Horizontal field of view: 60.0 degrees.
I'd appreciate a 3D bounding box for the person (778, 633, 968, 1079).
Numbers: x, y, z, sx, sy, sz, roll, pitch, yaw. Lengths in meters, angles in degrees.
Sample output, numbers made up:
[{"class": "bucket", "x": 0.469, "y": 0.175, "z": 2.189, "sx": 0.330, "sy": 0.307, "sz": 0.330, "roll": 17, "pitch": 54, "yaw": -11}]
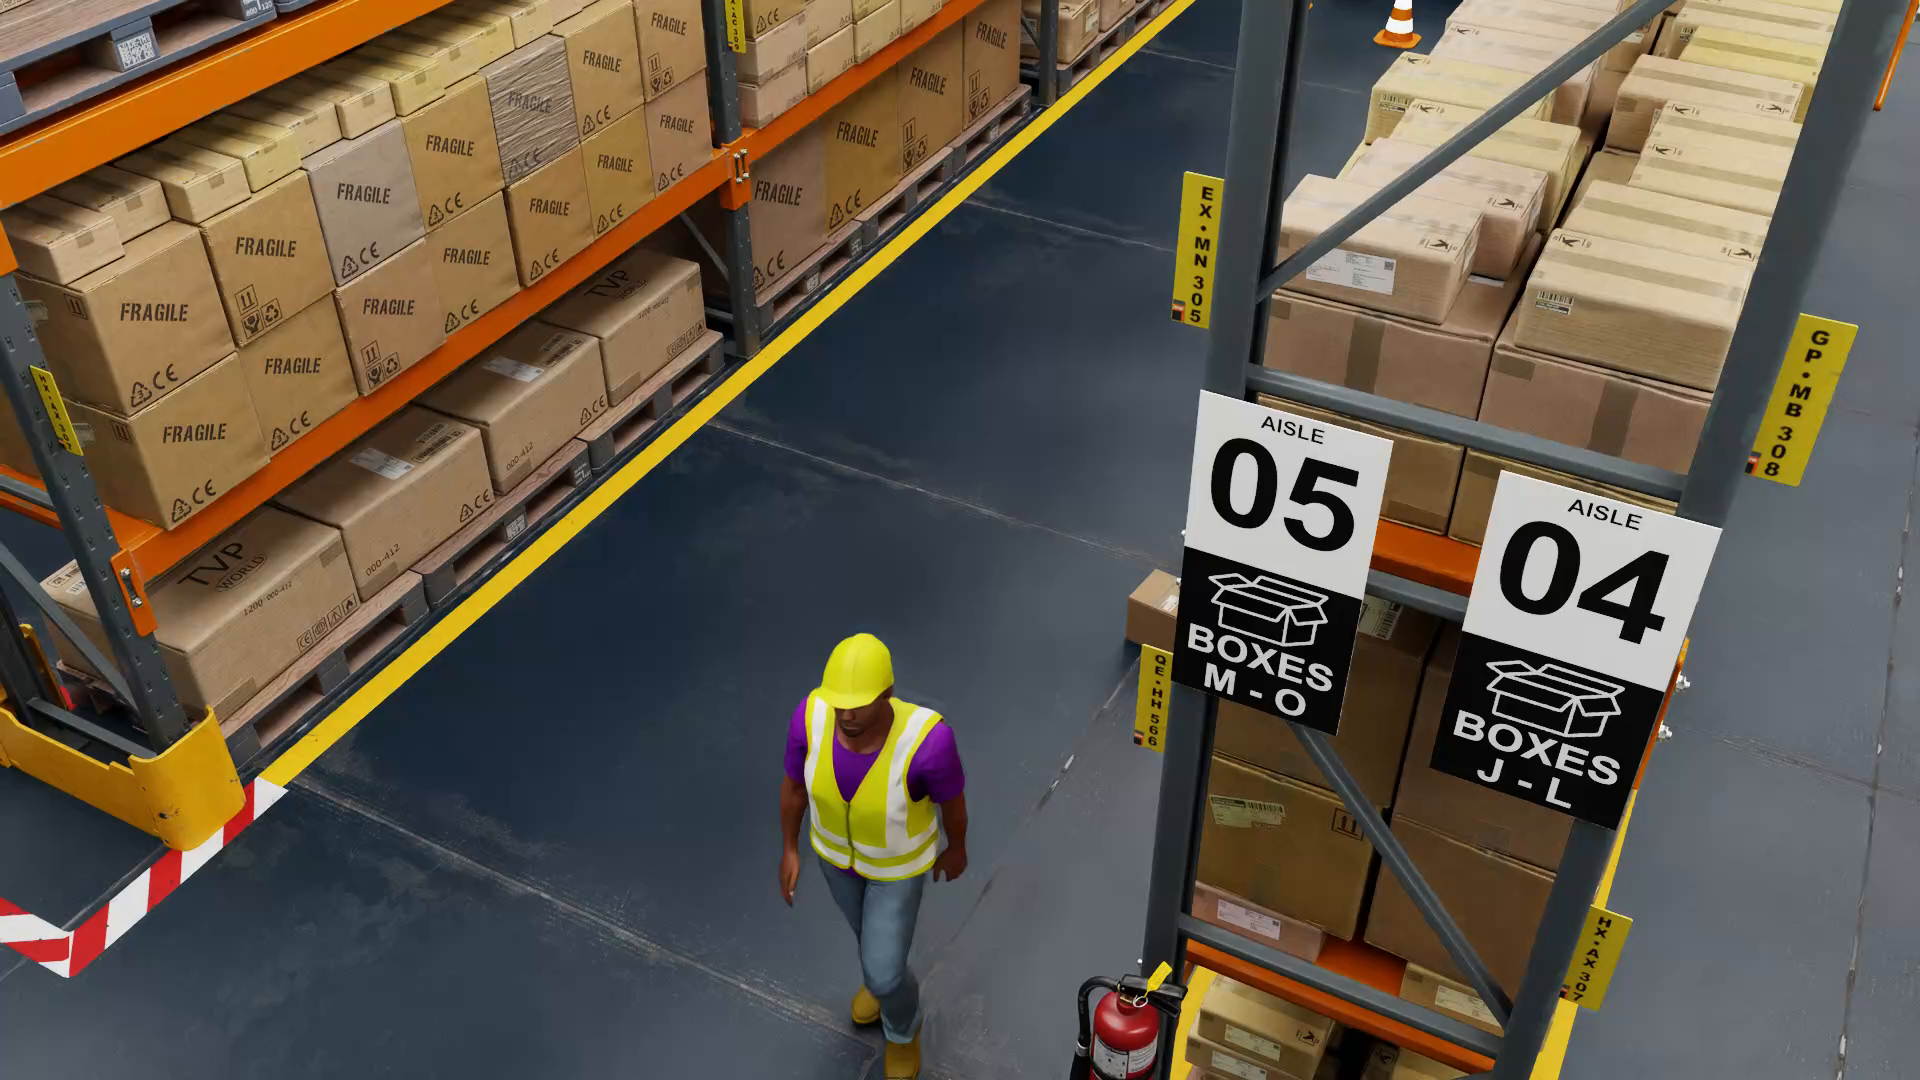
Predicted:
[{"class": "person", "x": -0.294, "y": 1.032, "z": 5.404, "sx": 0.584, "sy": 1.810, "sz": 0.529, "roll": 16, "pitch": 41, "yaw": 20}]
